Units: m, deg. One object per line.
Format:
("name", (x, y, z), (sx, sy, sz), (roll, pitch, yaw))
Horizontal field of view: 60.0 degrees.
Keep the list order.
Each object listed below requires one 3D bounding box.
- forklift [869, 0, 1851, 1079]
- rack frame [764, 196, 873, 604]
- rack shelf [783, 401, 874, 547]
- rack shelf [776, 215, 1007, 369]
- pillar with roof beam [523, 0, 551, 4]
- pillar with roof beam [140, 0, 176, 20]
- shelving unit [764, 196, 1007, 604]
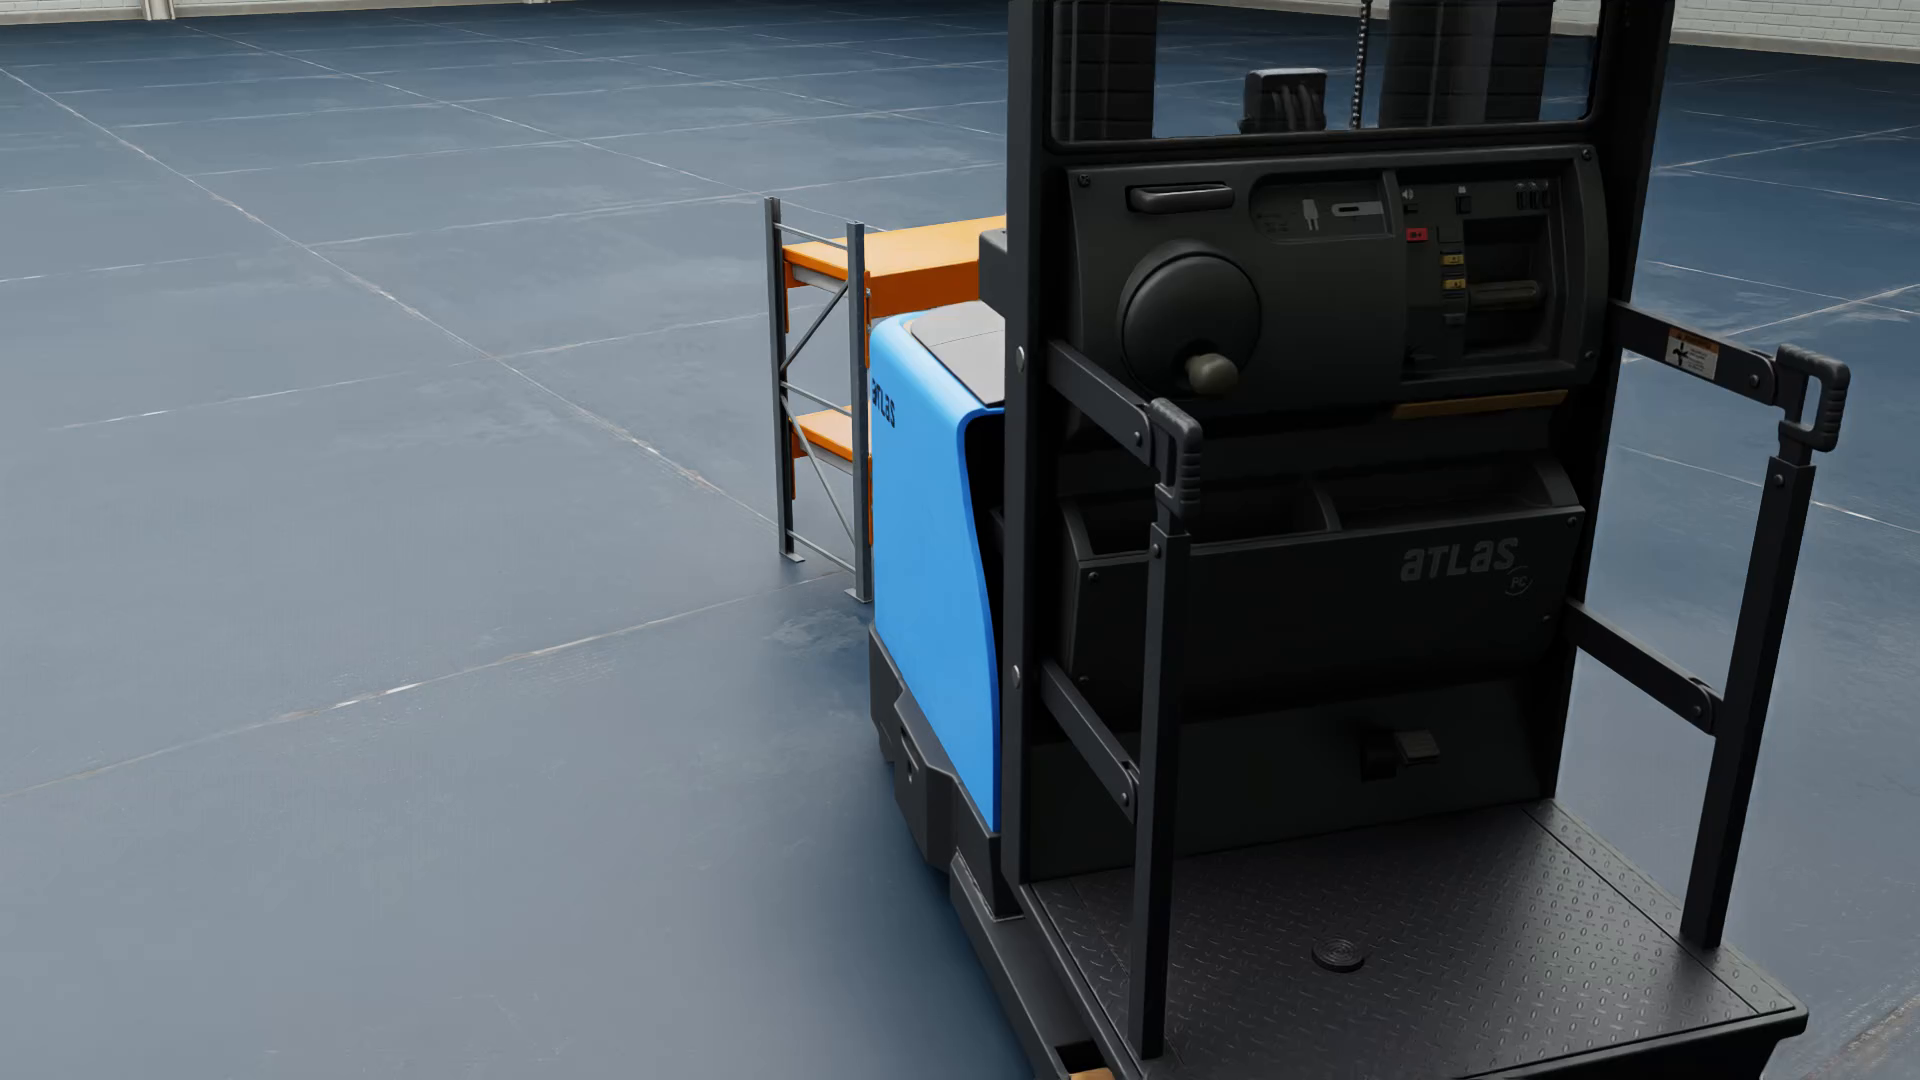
("forklift", (0.678, -0.407, 2.461), (1.130, 2.935, 3.031), (-6, 23, -15))
("rack frame", (-0.418, -0.411, 4.908), (0.032, 1.125, 0.500), (-15, 26, -33))
("rack shelf", (-0.005, -0.294, 5.275), (1.000, 0.278, 0.538), (-15, 26, -33))
("rack shelf", (-0.005, -0.793, 5.076), (1.000, 0.278, 0.538), (-15, 26, -33))
("pillar with roof beam", (-4.715, -12.059, 23.474), (0.400, 9.000, 9.100), (-15, 26, -33))
("pillar with roof beam", (-9.585, -10.760, 20.219), (0.400, 9.000, 9.100), (-15, 26, -33))
("shelving unit", (-0.005, -0.521, 5.184), (1.048, 1.125, 0.538), (-15, 26, -33))
